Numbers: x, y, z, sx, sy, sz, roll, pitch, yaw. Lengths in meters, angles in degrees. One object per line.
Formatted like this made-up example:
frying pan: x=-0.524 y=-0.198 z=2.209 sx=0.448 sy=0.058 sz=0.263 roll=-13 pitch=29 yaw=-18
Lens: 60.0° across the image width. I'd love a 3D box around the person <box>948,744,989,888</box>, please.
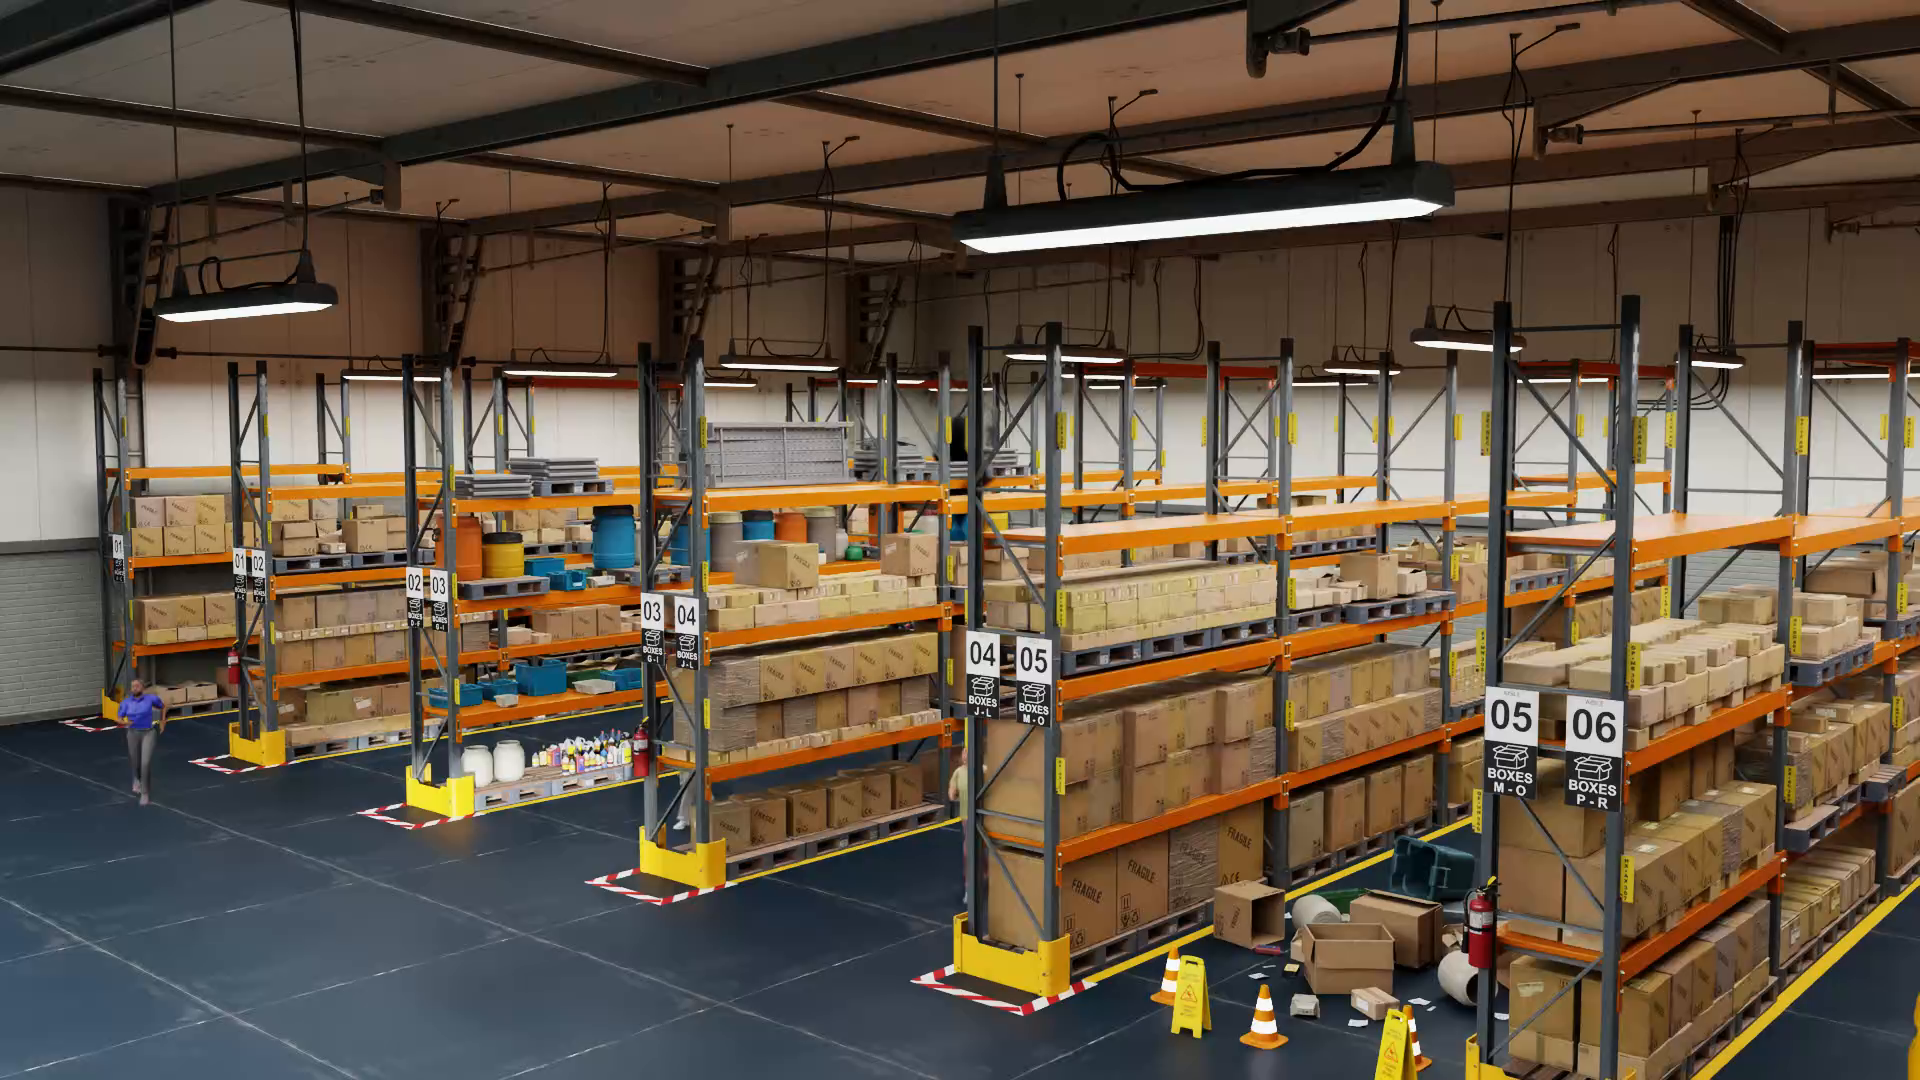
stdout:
person: x=0.176 y=2.934 z=17.932 sx=0.581 sy=1.536 sz=0.835 roll=3 pitch=5 yaw=33
